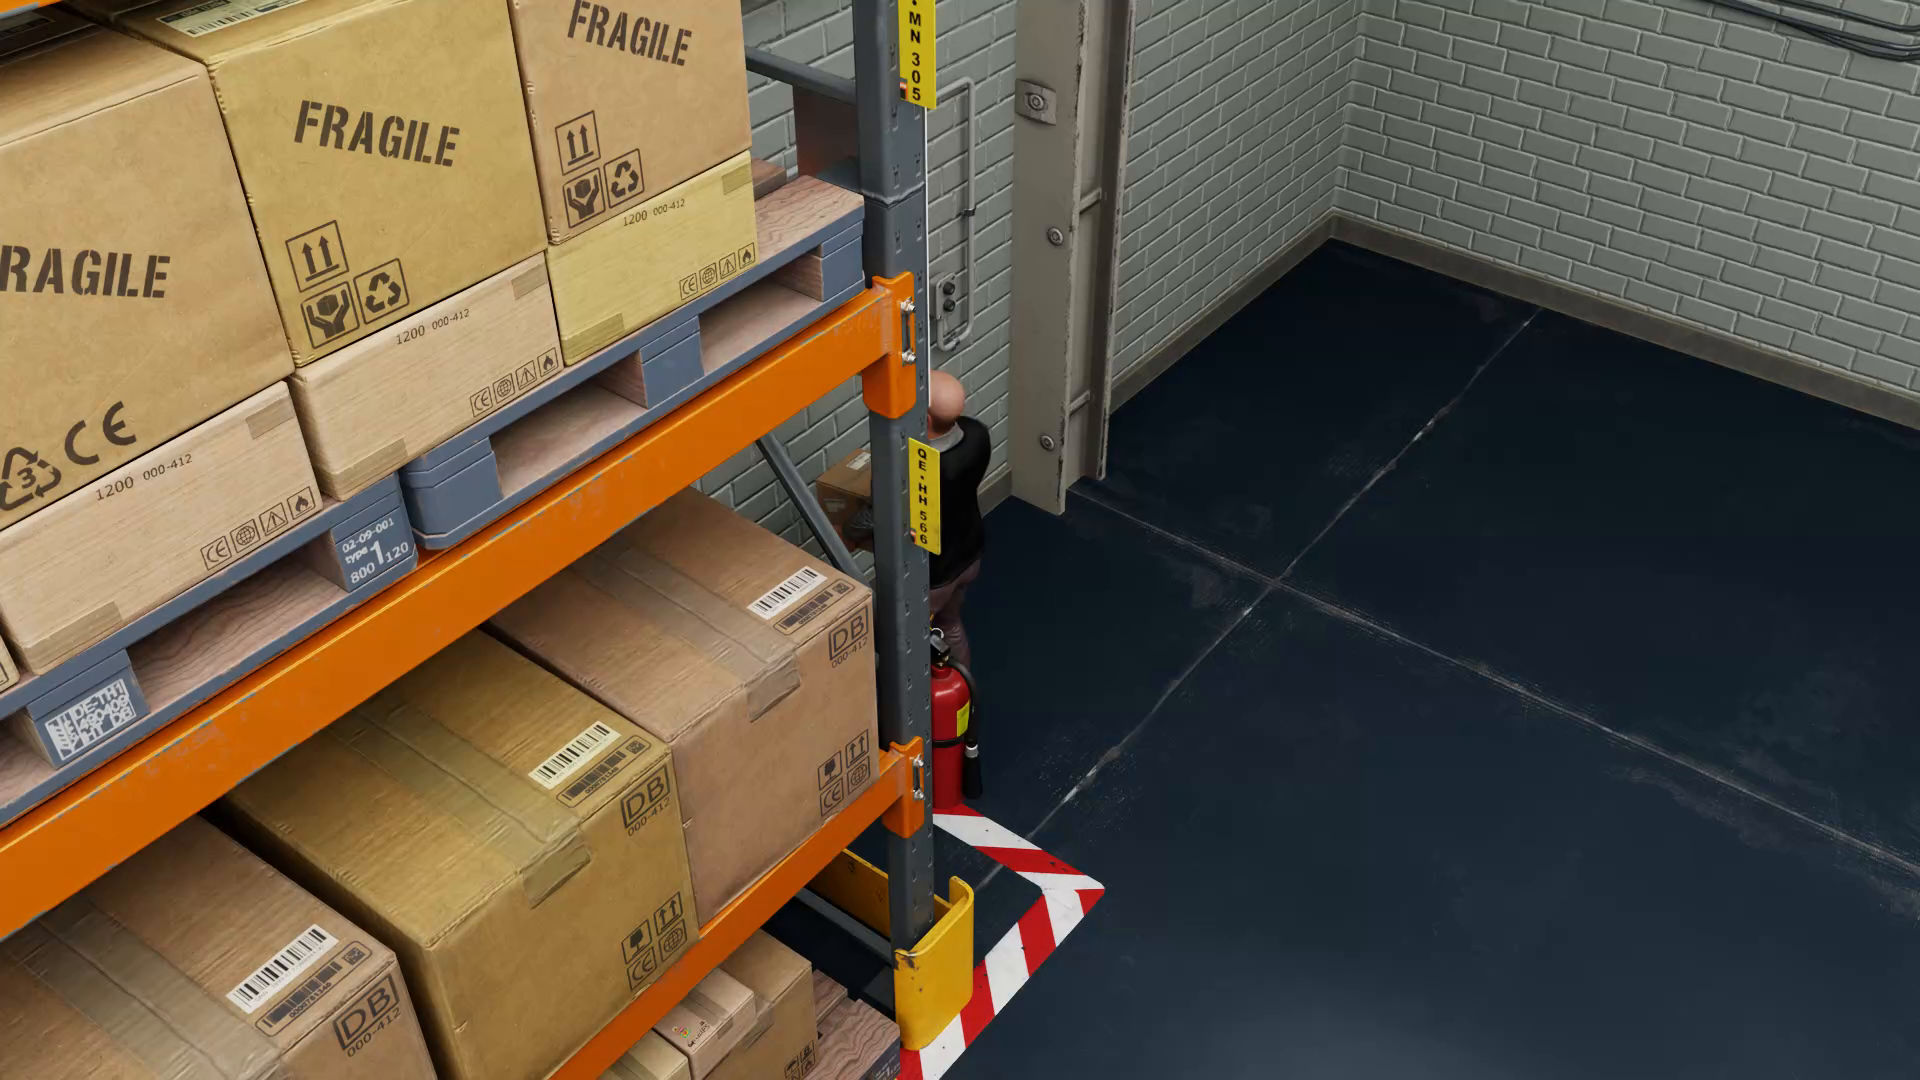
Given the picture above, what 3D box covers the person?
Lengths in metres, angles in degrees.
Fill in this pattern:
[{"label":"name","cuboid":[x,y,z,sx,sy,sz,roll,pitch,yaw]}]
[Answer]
[{"label":"person","cuboid":[-0.199,0.091,6.126,0.551,1.637,0.494,24,44,27]}]
